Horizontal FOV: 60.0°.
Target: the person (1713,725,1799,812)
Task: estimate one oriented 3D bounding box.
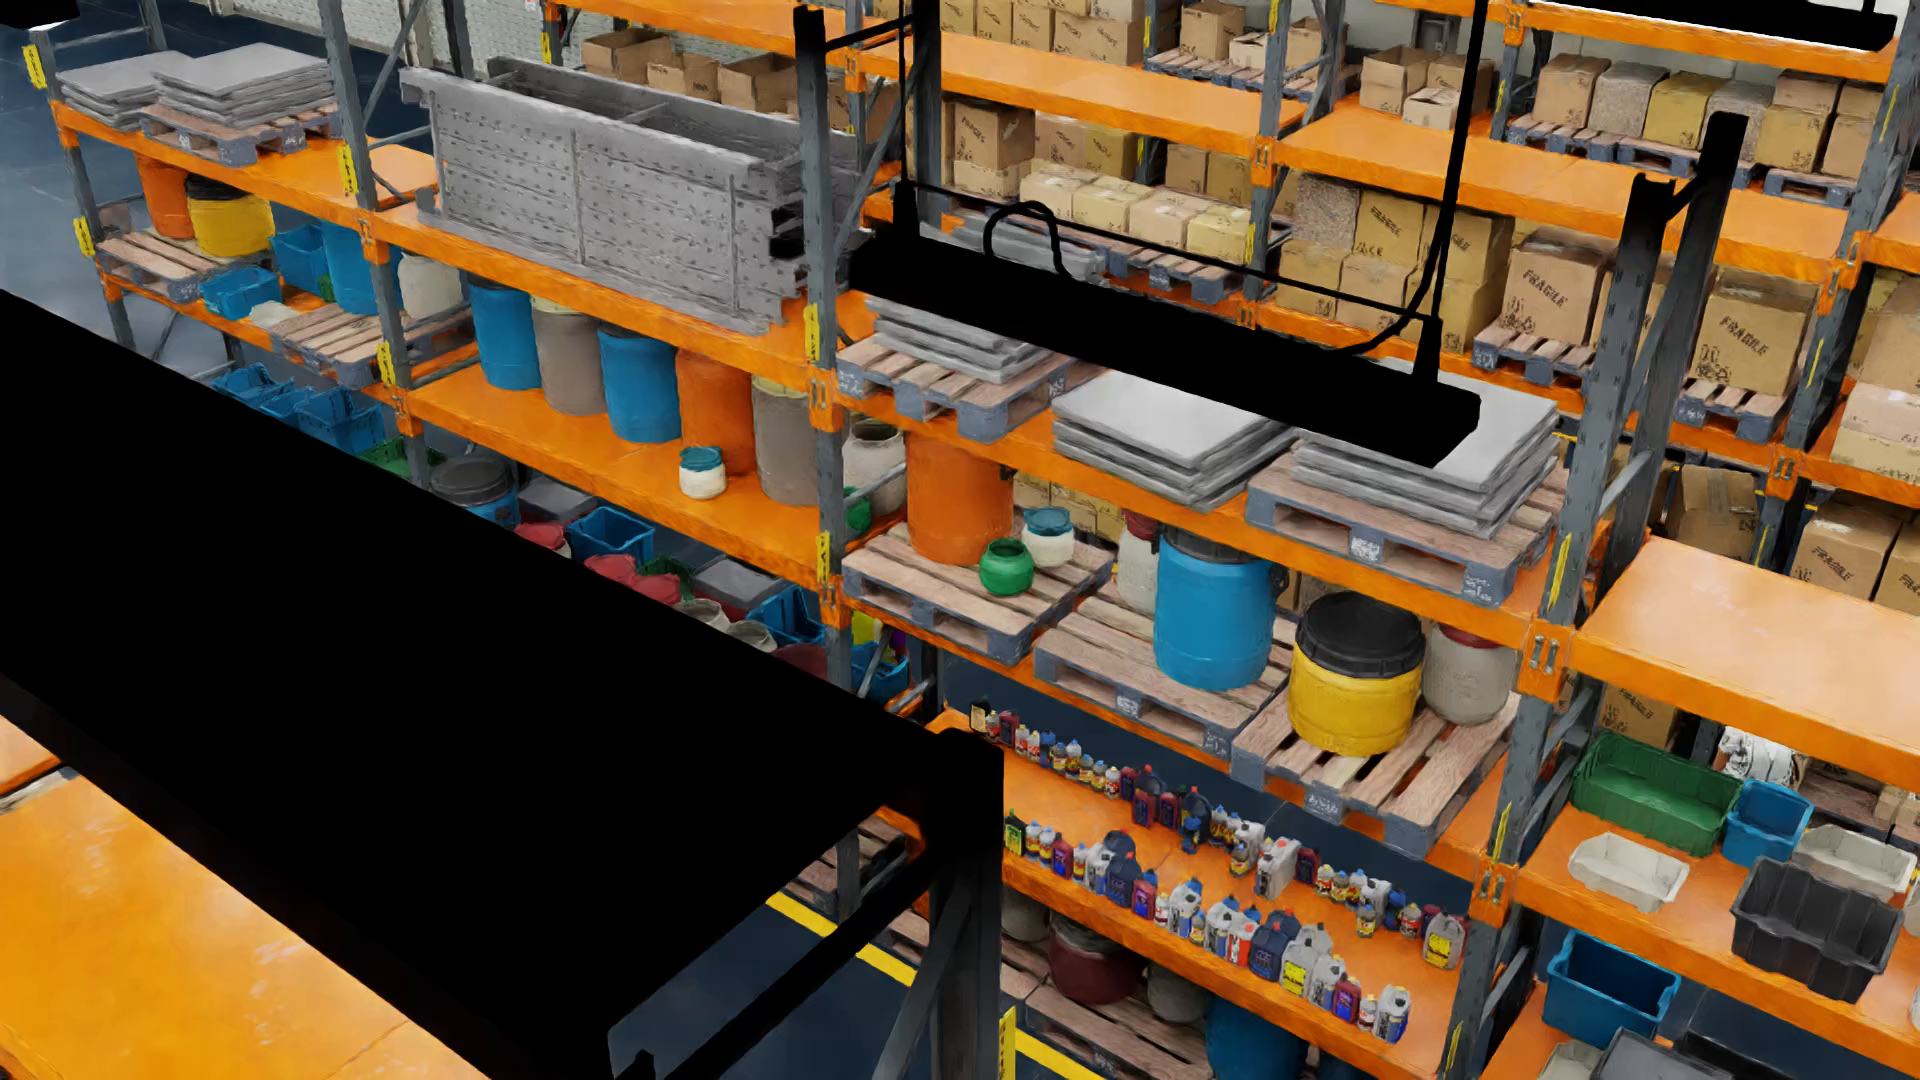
[{"bbox_3d":[5.218,1.647,10.971,0.530,1.668,0.449,4,32,6],"label":"person"}]

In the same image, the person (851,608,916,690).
[{"bbox_3d":[-0.621,0.914,12.082,0.673,1.764,0.606,11,33,18],"label":"person"}]
